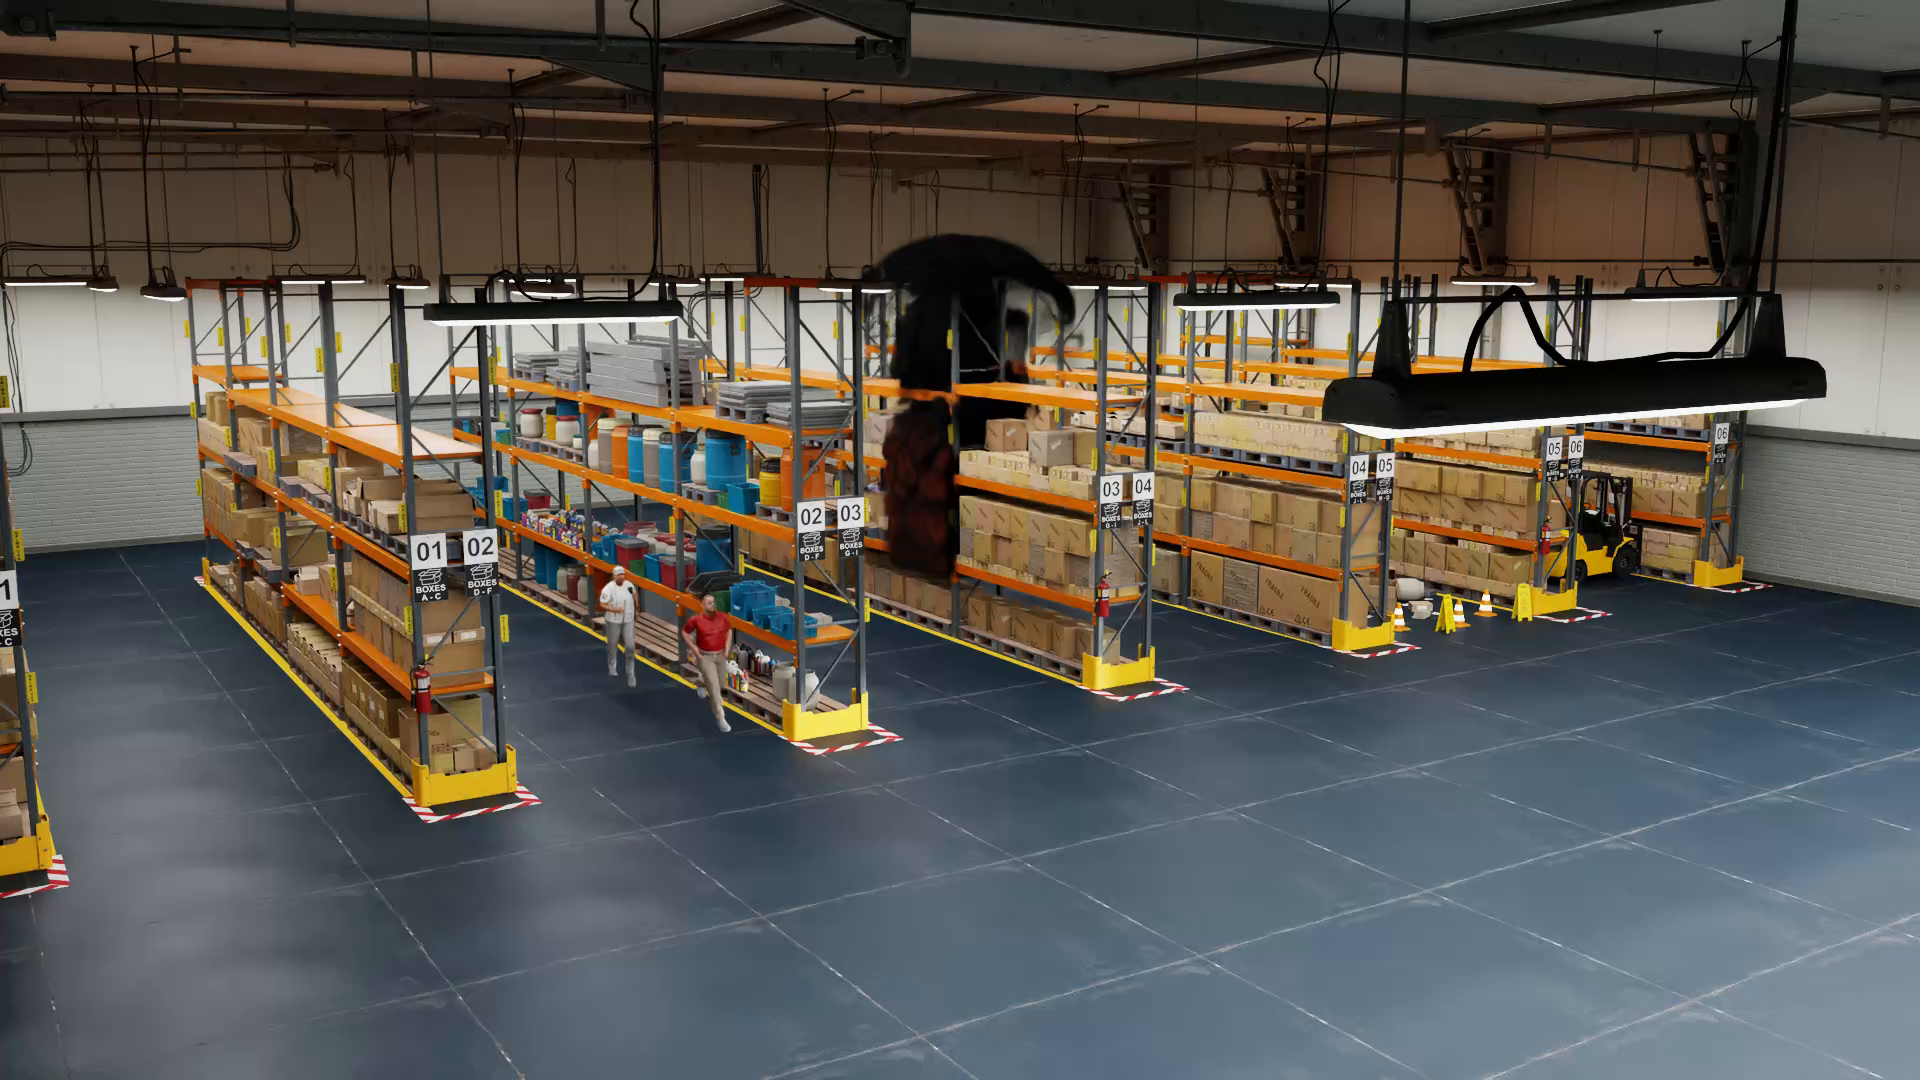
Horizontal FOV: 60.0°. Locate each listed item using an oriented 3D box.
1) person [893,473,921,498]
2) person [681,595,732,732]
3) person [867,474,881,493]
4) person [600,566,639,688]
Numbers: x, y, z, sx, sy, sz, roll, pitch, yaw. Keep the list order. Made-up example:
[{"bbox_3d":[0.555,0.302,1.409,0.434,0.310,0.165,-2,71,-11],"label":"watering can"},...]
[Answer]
[{"bbox_3d":[-1.123,-0.612,36.429,0.721,1.737,0.593,-4,11,-25],"label":"person"},{"bbox_3d":[-3.298,1.579,21.960,0.639,1.747,0.999,-8,12,-39],"label":"person"},{"bbox_3d":[-1.980,-0.735,37.849,0.642,1.599,0.978,-8,12,-38],"label":"person"},{"bbox_3d":[-4.907,1.252,24.106,0.617,1.797,0.698,-5,11,-28],"label":"person"}]
